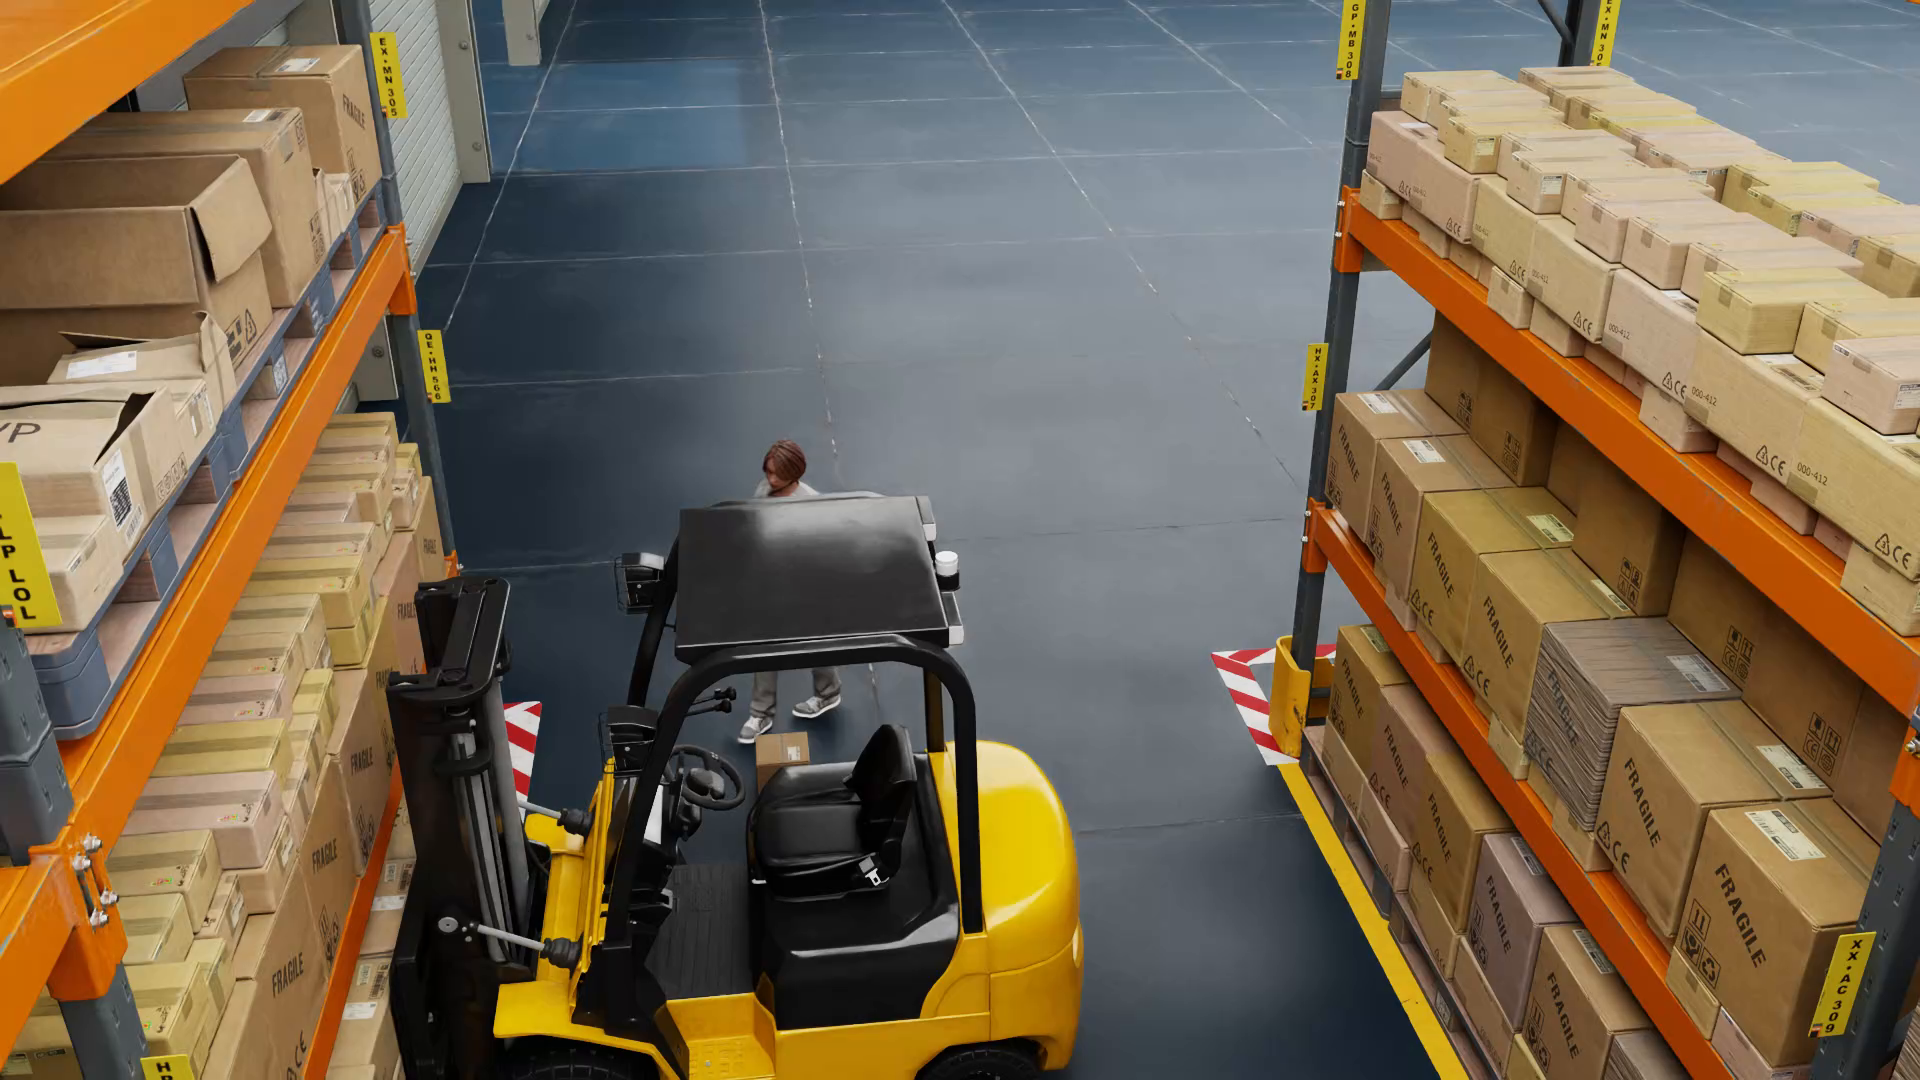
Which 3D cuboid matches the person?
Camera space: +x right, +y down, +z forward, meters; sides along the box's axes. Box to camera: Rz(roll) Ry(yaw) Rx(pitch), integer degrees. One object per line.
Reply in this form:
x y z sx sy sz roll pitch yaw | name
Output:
-0.867 0.246 8.148 0.426 1.590 0.627 19 33 31 | person
